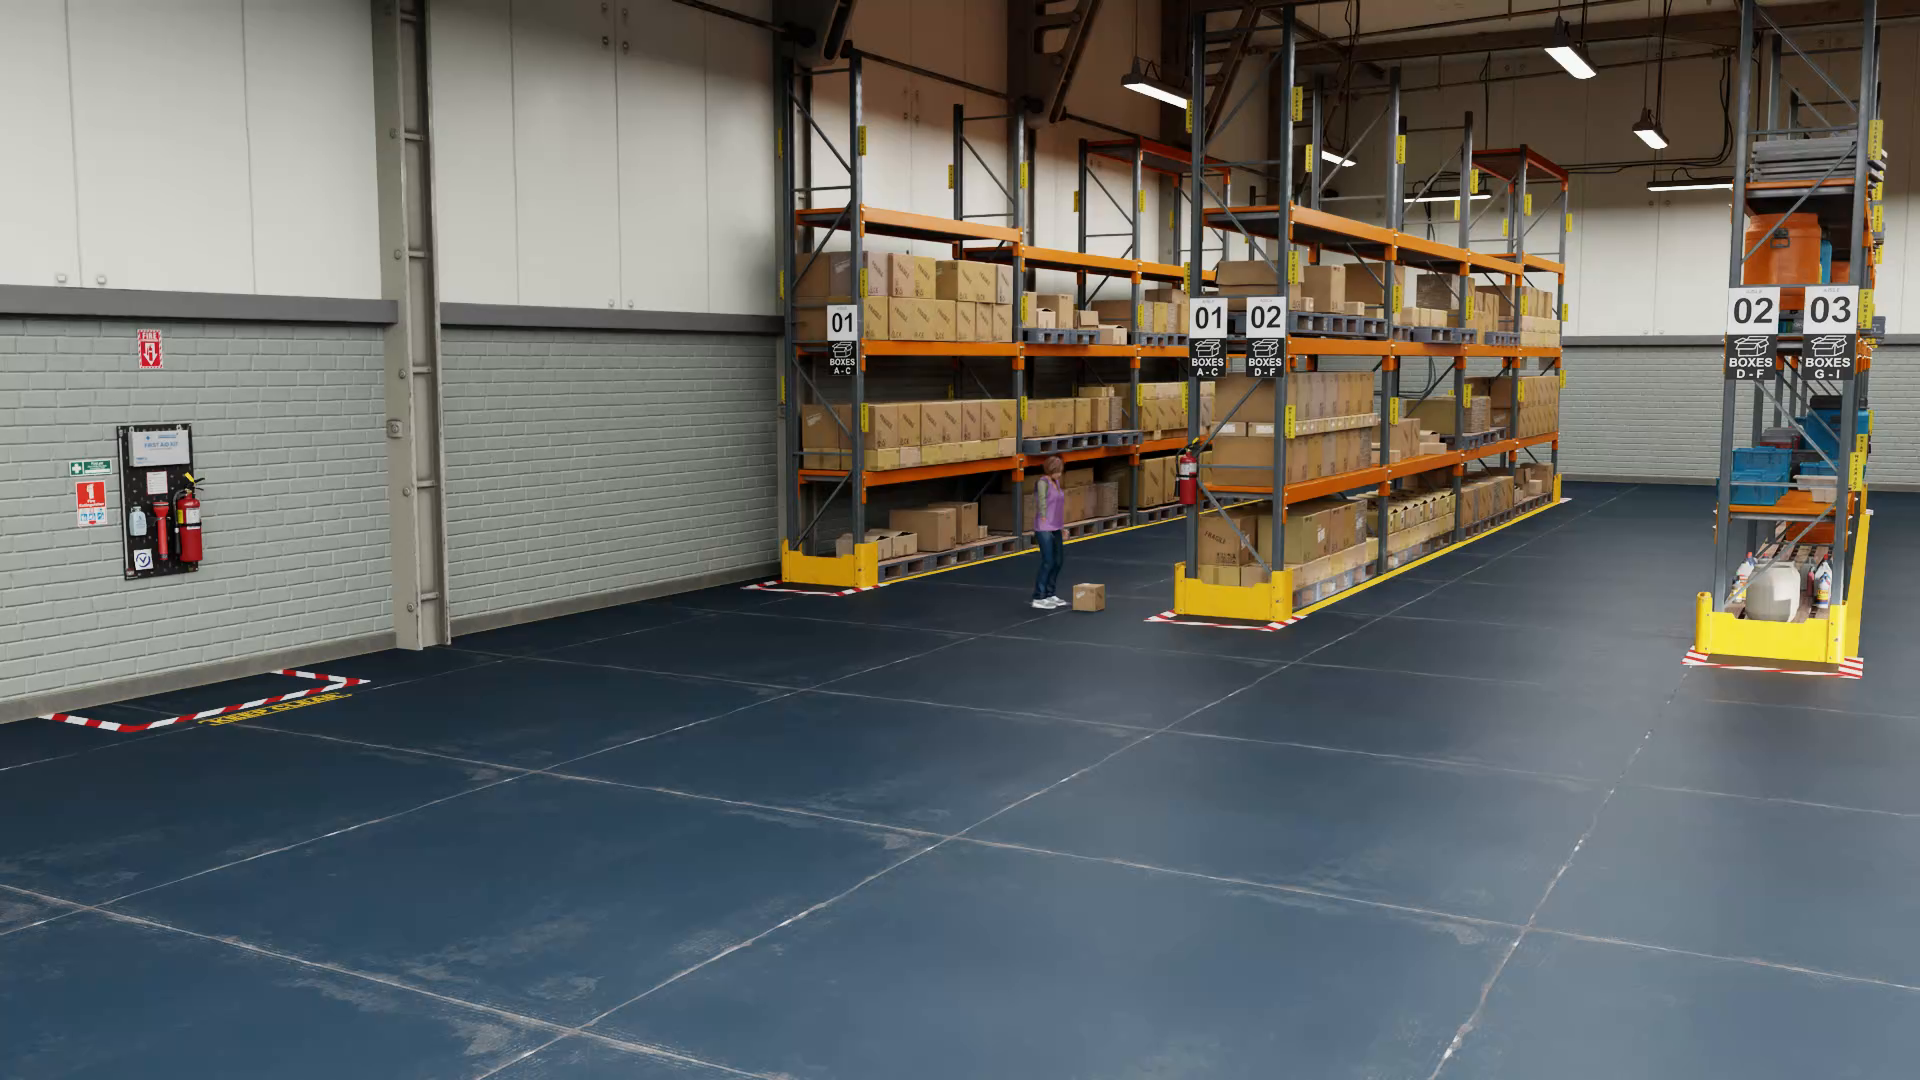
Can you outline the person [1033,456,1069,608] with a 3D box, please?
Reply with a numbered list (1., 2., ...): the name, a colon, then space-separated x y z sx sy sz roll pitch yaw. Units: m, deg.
1. person: 0.944 -0.088 17.480 0.316 1.589 0.412 4 7 30
